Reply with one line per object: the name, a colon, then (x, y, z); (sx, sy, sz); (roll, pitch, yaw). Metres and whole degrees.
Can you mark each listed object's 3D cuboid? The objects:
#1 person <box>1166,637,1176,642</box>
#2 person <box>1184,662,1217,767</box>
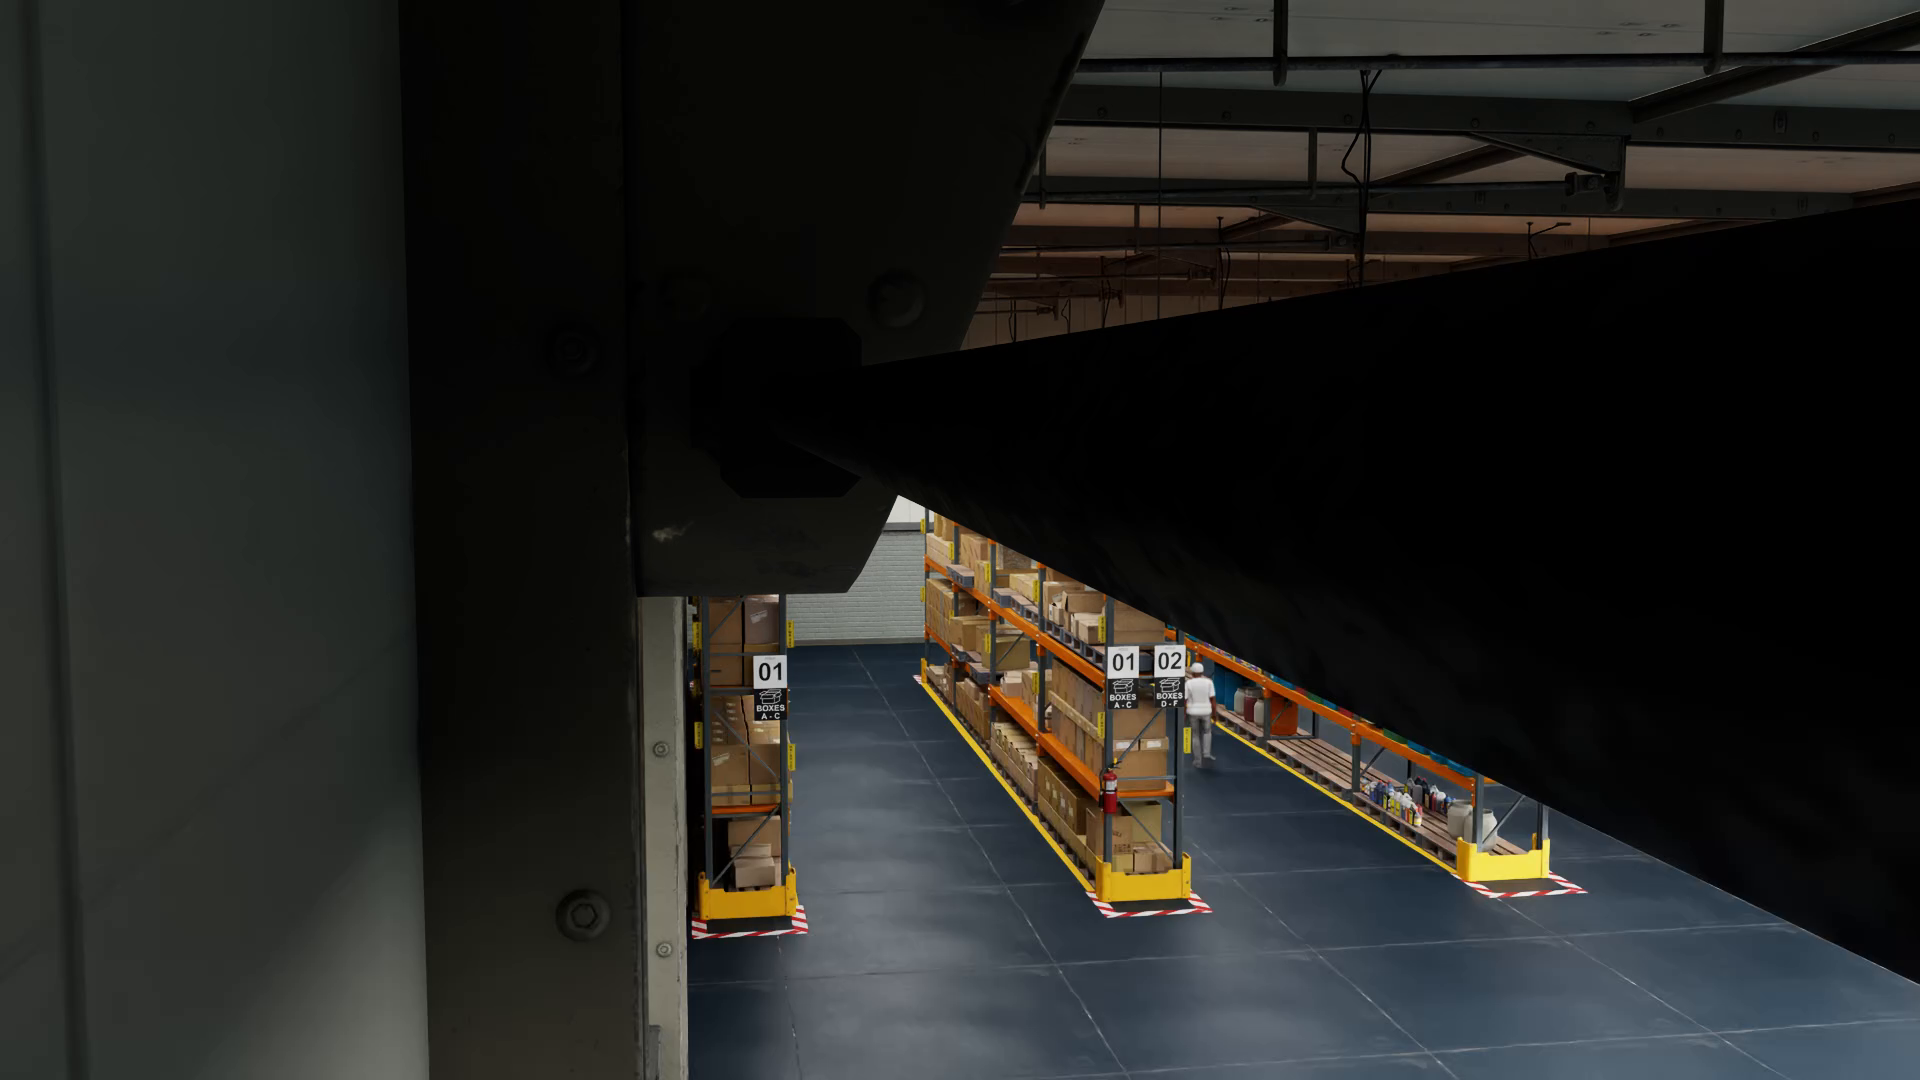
person: (4.892, 2.050, 38.986); (0.560, 1.707, 0.808); (-4, 7, -42)
person: (4.056, 2.963, 28.245); (0.609, 1.754, 0.489); (0, 5, 1)
